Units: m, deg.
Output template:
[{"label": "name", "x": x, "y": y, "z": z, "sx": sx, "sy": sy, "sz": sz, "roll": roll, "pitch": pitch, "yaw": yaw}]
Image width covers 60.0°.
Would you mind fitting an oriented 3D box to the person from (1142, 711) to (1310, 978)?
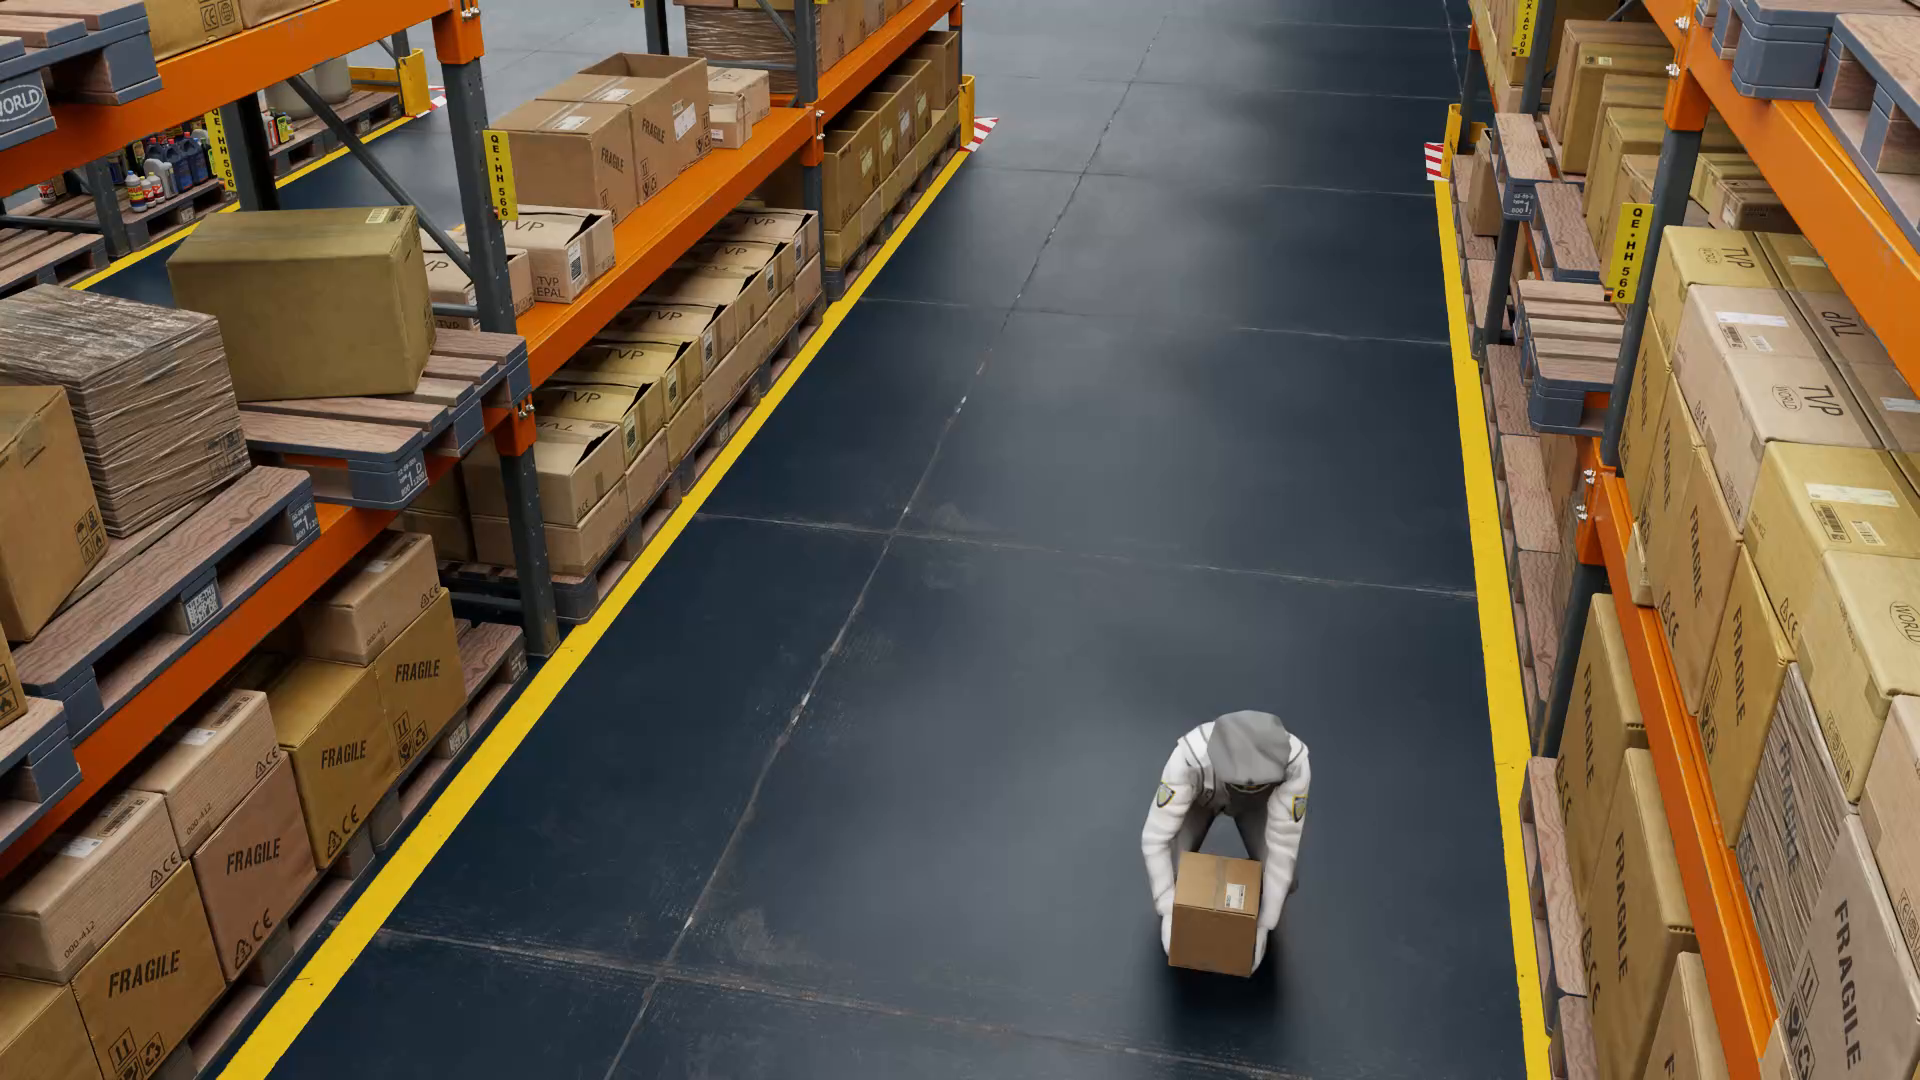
[{"label": "person", "x": 0.849, "y": 0.860, "z": 5.312, "sx": 0.499, "sy": 0.964, "sz": 0.823, "roll": 6, "pitch": 29, "yaw": 10}]
